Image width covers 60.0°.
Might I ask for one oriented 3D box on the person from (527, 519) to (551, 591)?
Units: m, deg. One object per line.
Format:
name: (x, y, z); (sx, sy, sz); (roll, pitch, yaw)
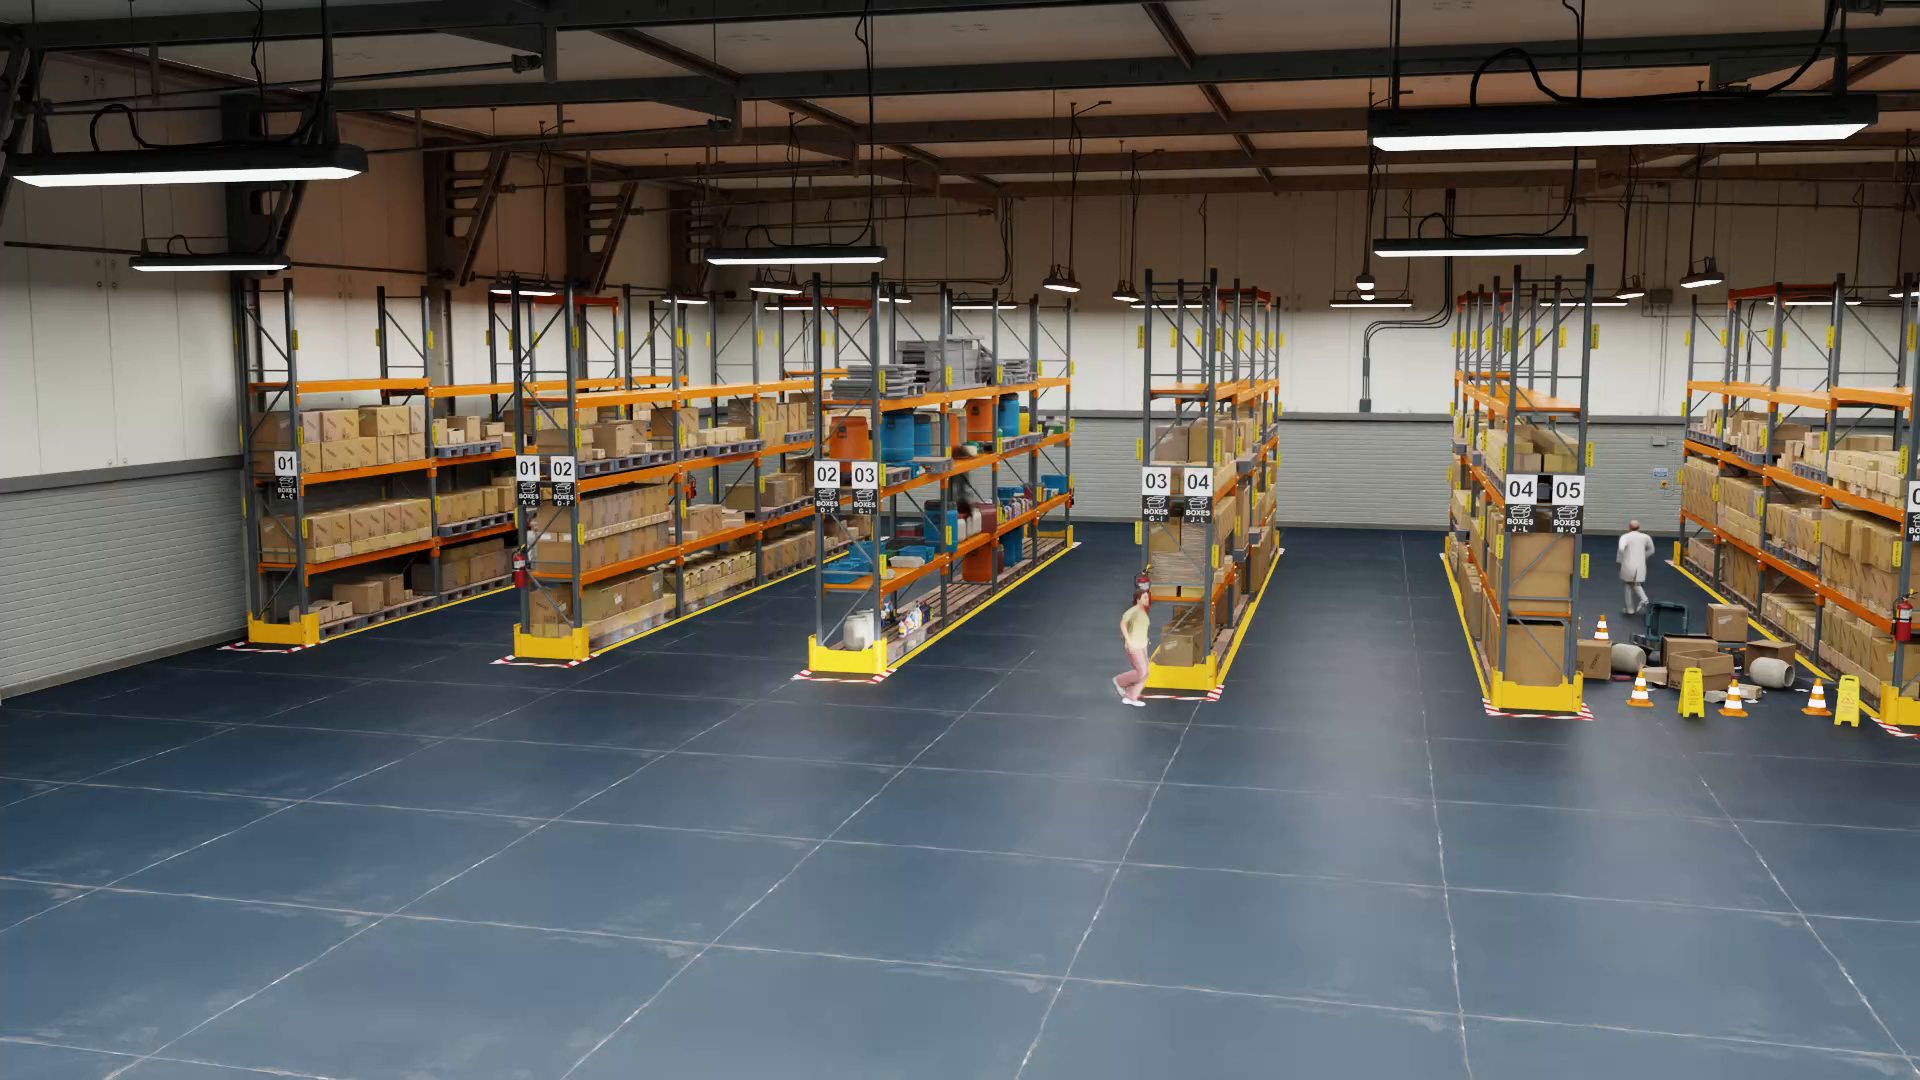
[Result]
person: (-8.249, 0.330, 32.476); (0.596, 1.583, 0.788); (-2, 7, -19)

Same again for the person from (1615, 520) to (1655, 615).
person: (12.347, 0.562, 30.347); (0.707, 1.639, 0.850); (0, 7, 4)

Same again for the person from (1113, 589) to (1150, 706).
person: (2.368, 1.473, 22.887); (0.550, 1.631, 0.644); (5, 8, 35)
